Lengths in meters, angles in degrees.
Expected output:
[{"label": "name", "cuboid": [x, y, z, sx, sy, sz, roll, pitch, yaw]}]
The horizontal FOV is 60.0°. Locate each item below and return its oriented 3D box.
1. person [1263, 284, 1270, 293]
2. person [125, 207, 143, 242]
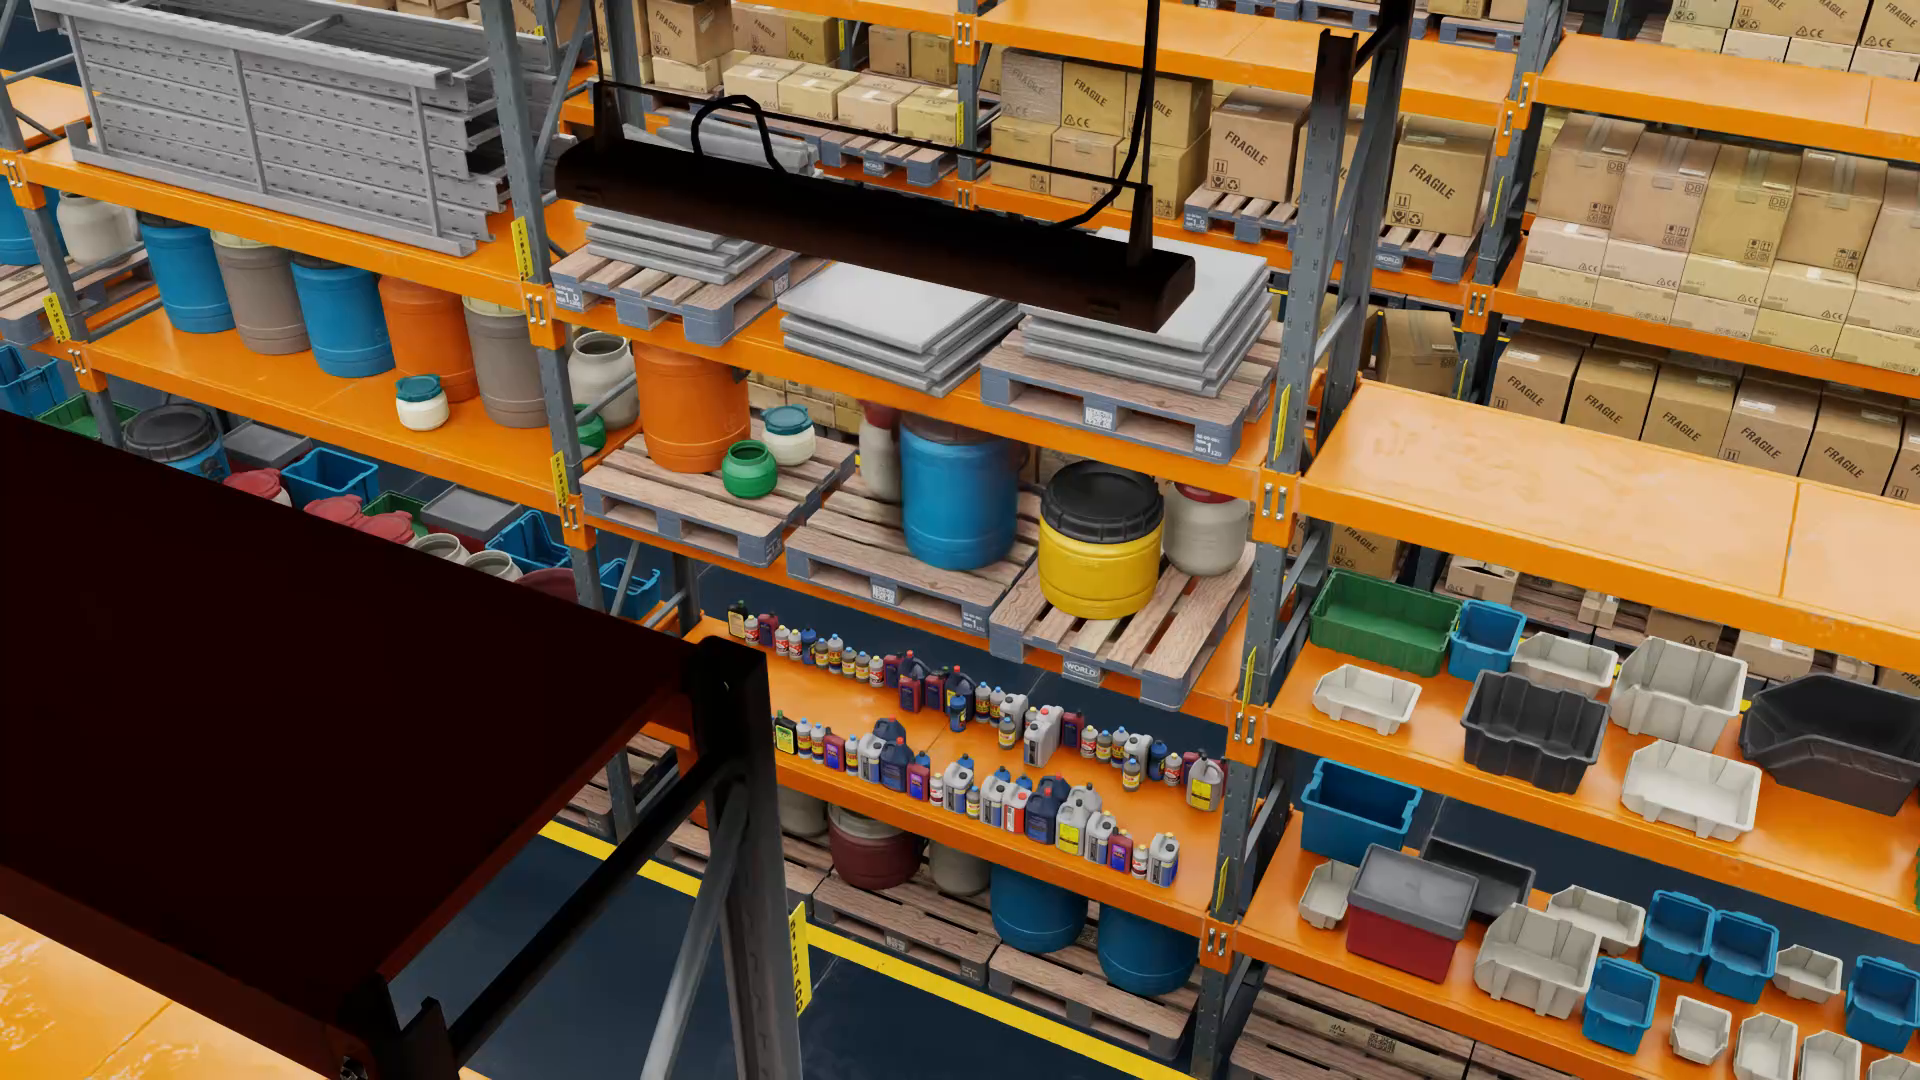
[{"label": "person", "cuboid": [2.515, -1.929, 15.087, 0.489, 1.752, 0.581, 12, 37, 17]}, {"label": "person", "cuboid": [-8.659, -3.648, 17.527, 0.610, 1.750, 0.538, -18, 39, -24]}]
